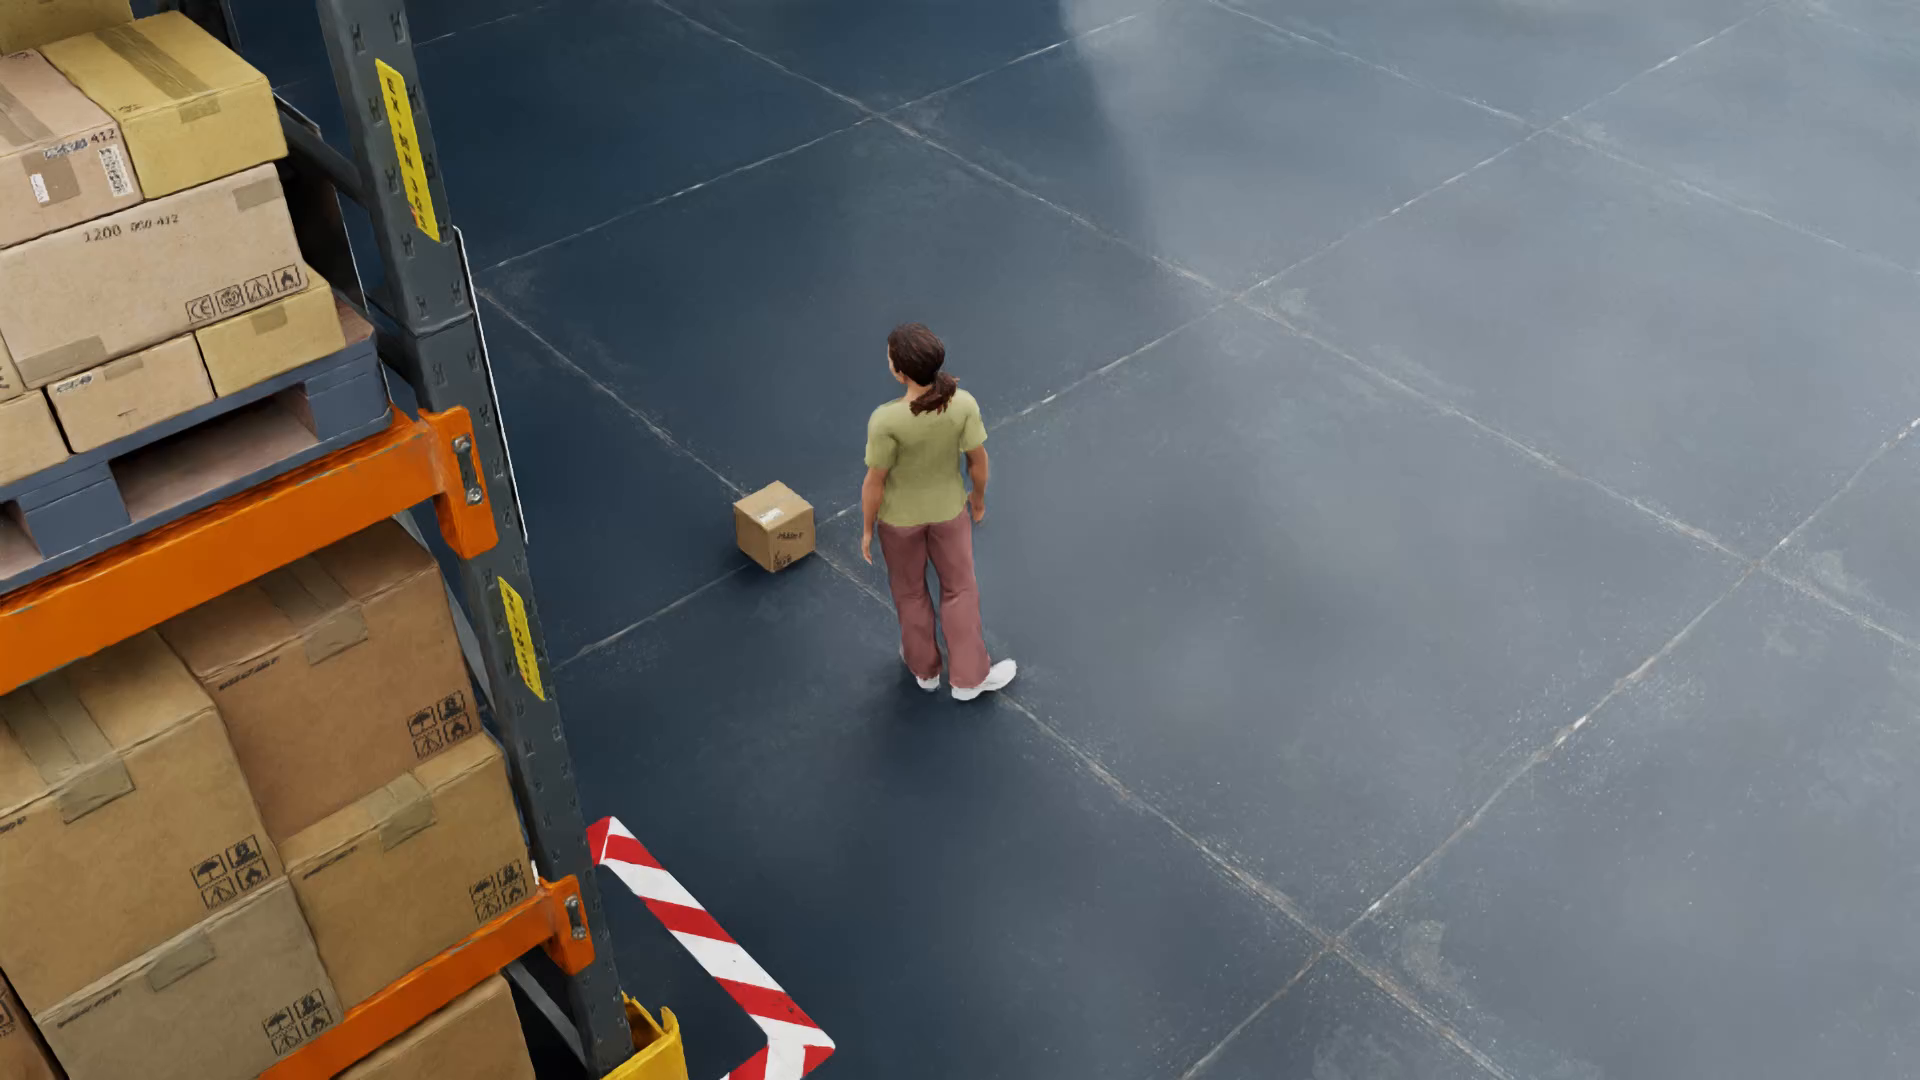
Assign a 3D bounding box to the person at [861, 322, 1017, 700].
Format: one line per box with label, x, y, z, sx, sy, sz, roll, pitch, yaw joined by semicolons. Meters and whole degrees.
person;-0.086;-0.088;6.264;0.609;1.644;0.435;-11;41;-12
